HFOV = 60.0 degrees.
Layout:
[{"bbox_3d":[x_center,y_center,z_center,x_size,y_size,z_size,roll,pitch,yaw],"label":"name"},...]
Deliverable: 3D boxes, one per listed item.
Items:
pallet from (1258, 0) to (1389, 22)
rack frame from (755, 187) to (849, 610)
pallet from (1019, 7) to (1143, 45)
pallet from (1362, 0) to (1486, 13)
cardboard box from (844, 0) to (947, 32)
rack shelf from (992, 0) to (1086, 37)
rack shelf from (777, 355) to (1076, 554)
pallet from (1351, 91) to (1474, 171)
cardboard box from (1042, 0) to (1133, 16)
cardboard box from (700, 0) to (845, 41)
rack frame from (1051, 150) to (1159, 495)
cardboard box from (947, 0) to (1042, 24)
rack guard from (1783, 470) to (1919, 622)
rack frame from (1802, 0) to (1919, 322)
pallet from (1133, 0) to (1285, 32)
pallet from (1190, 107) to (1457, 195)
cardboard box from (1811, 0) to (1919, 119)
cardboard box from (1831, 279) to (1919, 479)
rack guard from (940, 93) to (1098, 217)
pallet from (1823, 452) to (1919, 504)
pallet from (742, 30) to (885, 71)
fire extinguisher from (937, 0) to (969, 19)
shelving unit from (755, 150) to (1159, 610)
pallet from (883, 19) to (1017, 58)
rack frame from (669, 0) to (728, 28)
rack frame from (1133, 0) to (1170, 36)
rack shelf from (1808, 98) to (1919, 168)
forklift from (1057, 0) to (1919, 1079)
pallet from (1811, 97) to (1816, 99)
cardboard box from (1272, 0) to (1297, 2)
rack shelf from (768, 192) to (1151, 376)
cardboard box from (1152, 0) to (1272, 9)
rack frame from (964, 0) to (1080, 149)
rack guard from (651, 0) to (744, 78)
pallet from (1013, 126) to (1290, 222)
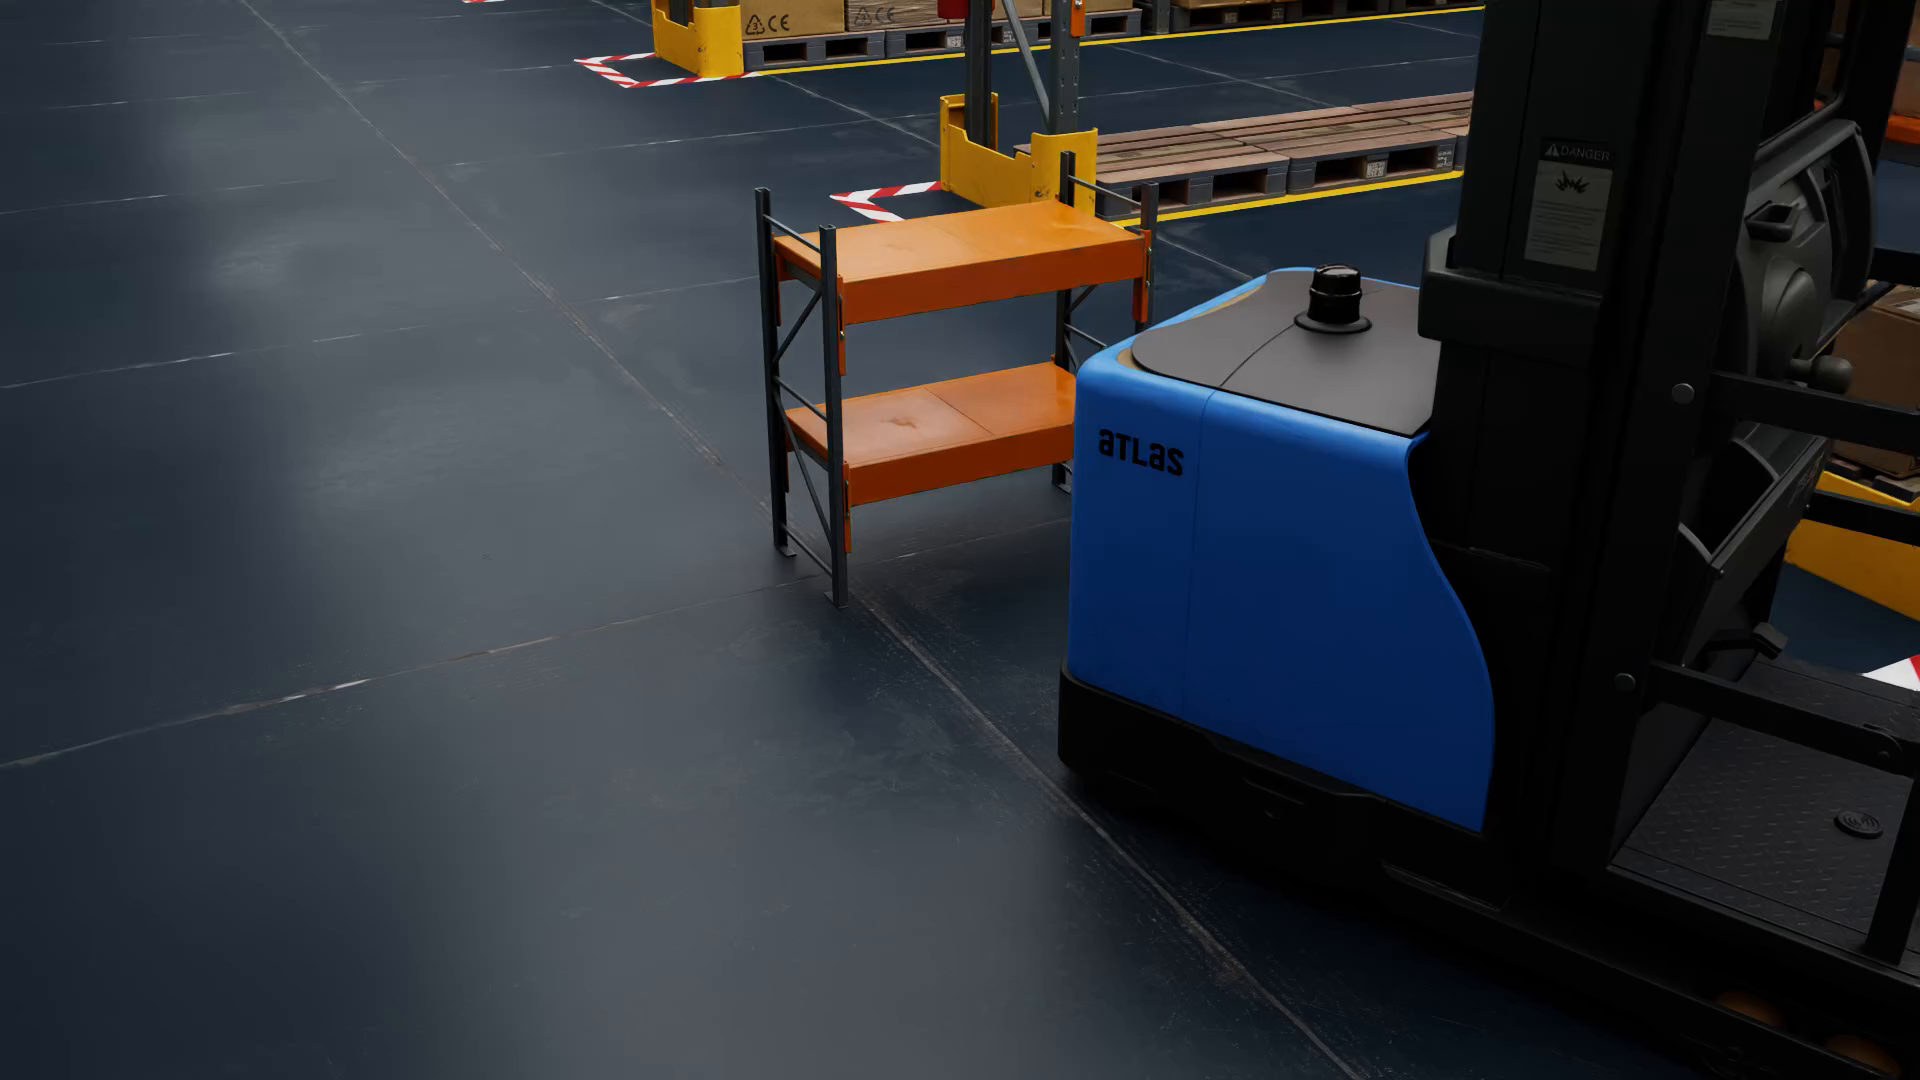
[{"bbox_3d":[3.232,-5.059,15.542,1.213,0.211,1.003,-13,29,-25],"label":"pallet"},{"bbox_3d":[-0.455,-0.402,4.788,0.032,1.125,0.500,-13,29,-25],"label":"rack frame"},{"bbox_3d":[0.801,-4.498,14.374,1.213,0.211,1.003,-13,29,-25],"label":"pallet"},{"bbox_3d":[4.308,-5.305,16.056,1.213,0.211,1.003,-13,29,-25],"label":"pallet"},{"bbox_3d":[-0.690,-4.643,13.424,0.875,0.875,0.875,-13,29,-25],"label":"cardboard box"},{"bbox_3d":[2.075,-3.256,9.398,4.000,0.370,1.077,-13,29,-25],"label":"rack shelf"},{"bbox_3d":[-0.006,-0.285,5.110,1.000,0.278,0.538,-13,29,-25],"label":"rack shelf"},{"bbox_3d":[3.209,-2.566,10.351,1.213,0.211,1.003,-13,29,-25],"label":"pallet"},{"bbox_3d":[0.889,-5.007,14.183,0.875,0.875,0.875,-13,29,-25],"label":"cardboard box"},{"bbox_3d":[-1.493,-4.457,13.038,0.875,0.875,0.875,-13,29,-25],"label":"cardboard box"},{"bbox_3d":[0.443,-0.609,5.219,0.032,1.125,0.500,-13,29,-25],"label":"rack frame"},{"bbox_3d":[0.095,-4.824,13.801,0.875,0.875,0.875,-13,29,-25],"label":"cardboard box"},{"bbox_3d":[2.705,-0.169,5.025,0.348,0.500,1.175,-13,29,-25],"label":"rack guard"},{"bbox_3d":[2.638,-1.281,4.452,0.127,3.000,1.000,-13,29,-25],"label":"rack frame"},{"bbox_3d":[2.155,-4.808,15.021,1.213,0.211,1.003,-13,29,-25],"label":"pallet"},{"bbox_3d":[2.131,-2.316,9.830,1.213,0.211,1.003,-13,29,-25],"label":"pallet"},{"bbox_3d":[2.905,-1.521,4.837,0.500,0.500,0.500,-12,28,-24],"label":"cardboard box"},{"bbox_3d":[3.002,-0.557,5.325,0.500,0.500,0.500,-13,29,-25],"label":"cardboard box"},{"bbox_3d":[0.295,-2.037,8.914,0.348,0.500,1.175,-13,29,-25],"label":"rack guard"},{"bbox_3d":[3.408,-0.202,5.427,1.213,0.211,1.003,-13,29,-25],"label":"pallet"},{"bbox_3d":[-1.352,-4.001,13.339,1.213,0.211,1.003,-13,29,-25],"label":"pallet"},{"bbox_3d":[-0.037,-3.113,8.789,0.183,0.674,0.296,-13,29,-25],"label":"fire extinguisher"},{"bbox_3d":[-0.006,-0.506,5.004,1.048,1.125,0.538,-13,29,-25],"label":"shelving unit"},{"bbox_3d":[-0.276,-4.247,13.853,1.213,0.211,1.003,-13,29,-25],"label":"pallet"},{"bbox_3d":[-2.020,-5.065,12.334,0.127,3.000,1.000,-13,29,-25],"label":"rack frame"},{"bbox_3d":[1.509,-5.880,14.030,0.127,3.000,1.000,-13,29,-25],"label":"rack frame"},{"bbox_3d":[4.403,-1.364,5.456,4.000,0.370,1.077,-13,29,-25],"label":"rack shelf"},{"bbox_3d":[1.708,-0.510,2.926,3.031,2.935,1.130,19,31,34],"label":"forklift"},{"bbox_3d":[5.618,-3.122,11.509,1.213,0.211,1.003,-13,29,-25],"label":"pallet"},{"bbox_3d":[2.853,-5.431,15.067,0.875,0.875,1.225,-14,29,-27],"label":"cardboard box"},{"bbox_3d":[-0.006,-0.770,4.877,1.000,0.278,0.538,-13,29,-25],"label":"rack shelf"},{"bbox_3d":[2.065,-5.249,14.687,0.875,0.875,1.225,-13,29,-25],"label":"cardboard box"},{"bbox_3d":[0.310,-3.173,8.394,0.127,3.000,1.000,-13,29,-25],"label":"rack frame"},{"bbox_3d":[-2.041,-3.933,12.864,0.348,0.500,1.175,-13,29,-25],"label":"rack guard"},{"bbox_3d":[1.056,-2.069,9.316,1.213,0.211,1.003,-13,29,-25],"label":"pallet"}]
